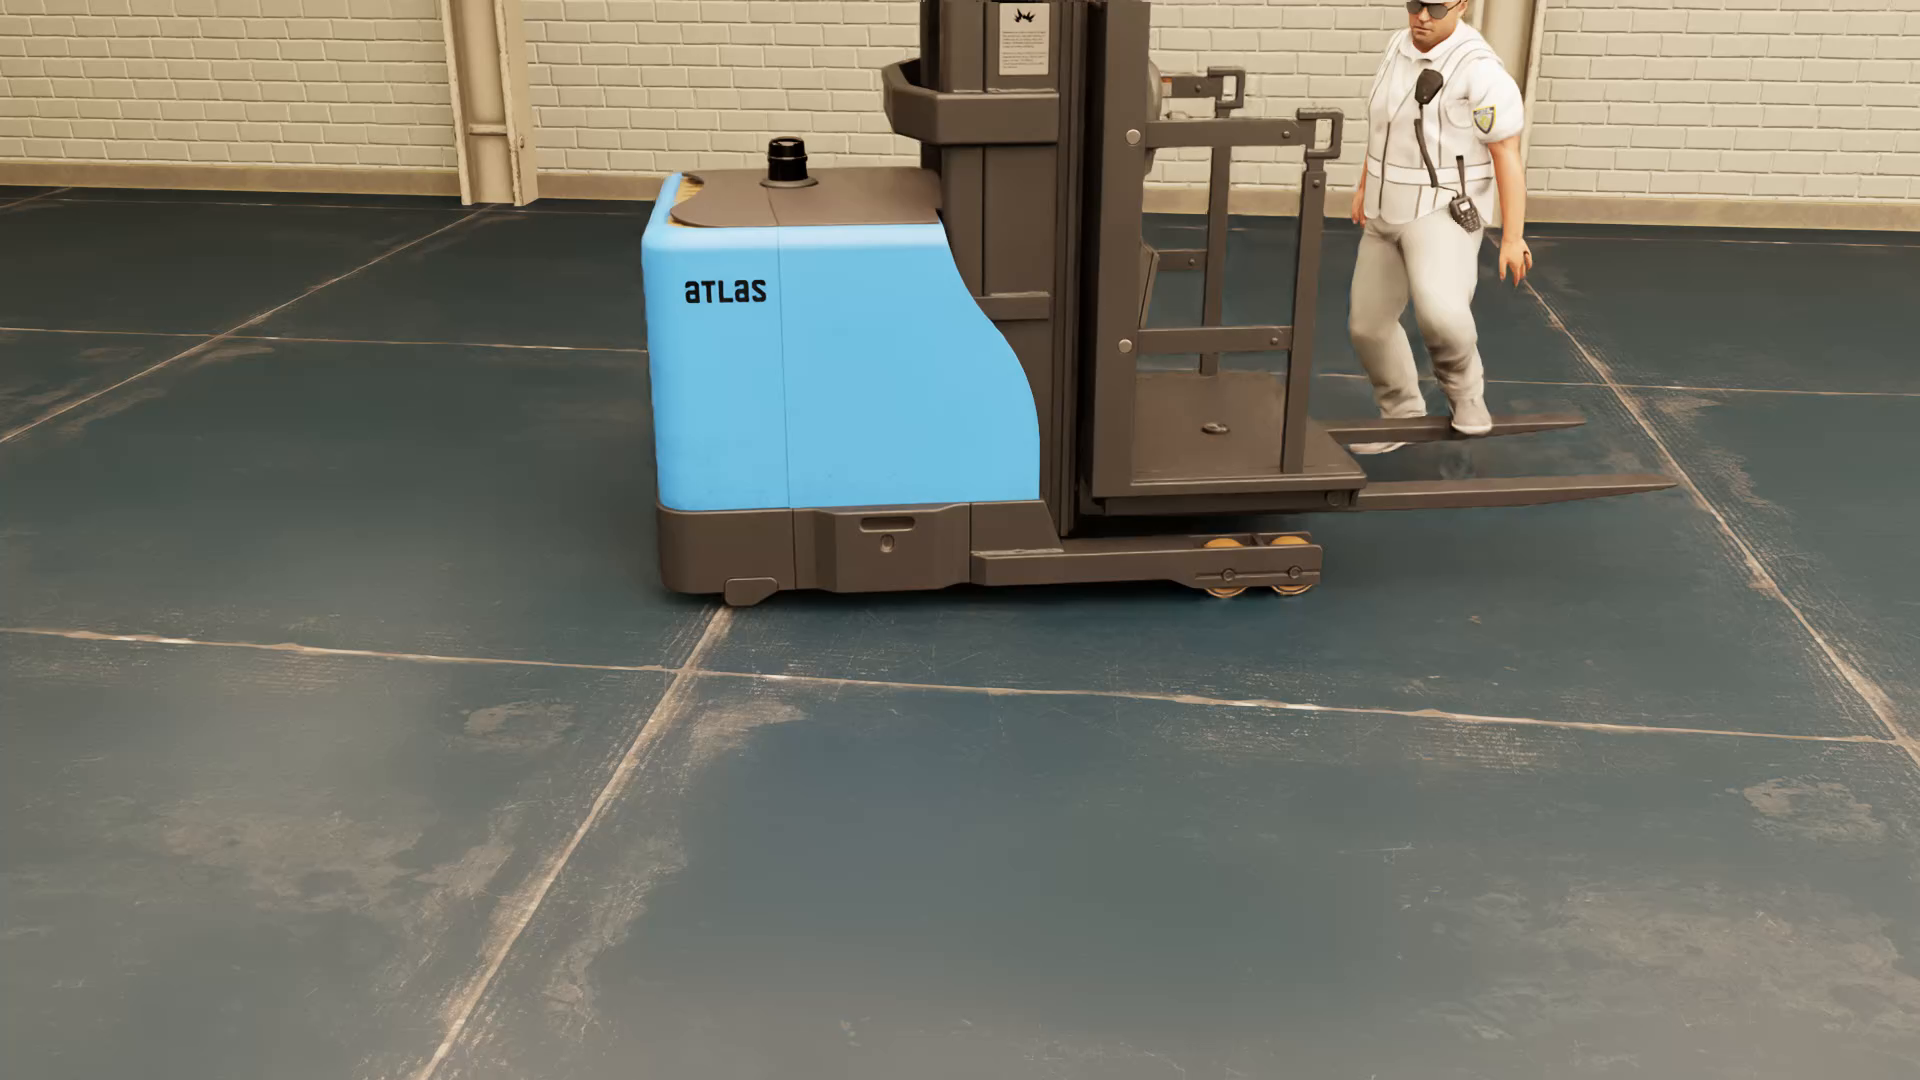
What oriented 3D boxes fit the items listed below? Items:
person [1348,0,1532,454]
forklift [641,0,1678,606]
[{"bbox_3d":[1.532,-1.054,5.546,0.513,1.722,0.889,-10,24,-24],"label":"person"},{"bbox_3d":[0.620,-1.390,4.704,3.031,2.935,1.130,-2,22,-5],"label":"forklift"}]
